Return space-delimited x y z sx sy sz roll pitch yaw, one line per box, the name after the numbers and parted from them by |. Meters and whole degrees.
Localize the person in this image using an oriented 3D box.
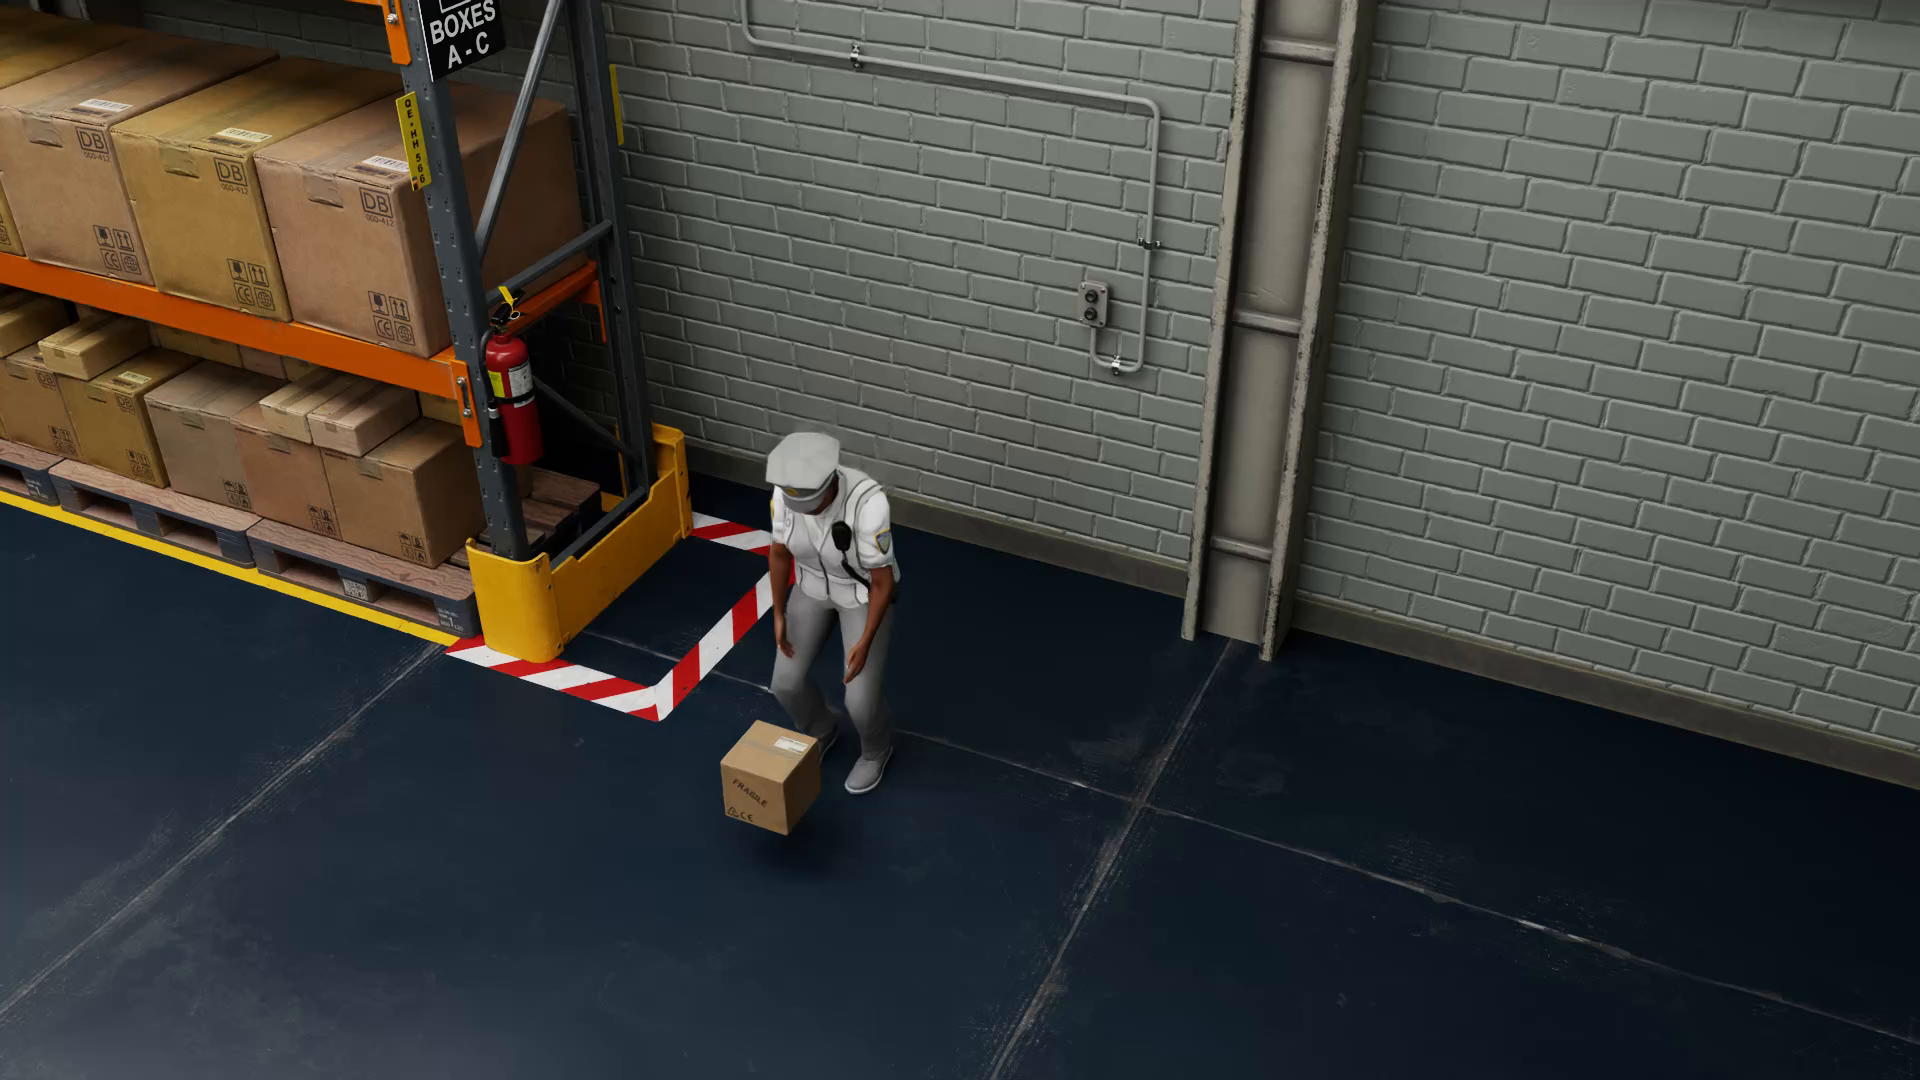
-7.084 1.342 3.993 10.565 1.846 10.303 15 37 21 | person
